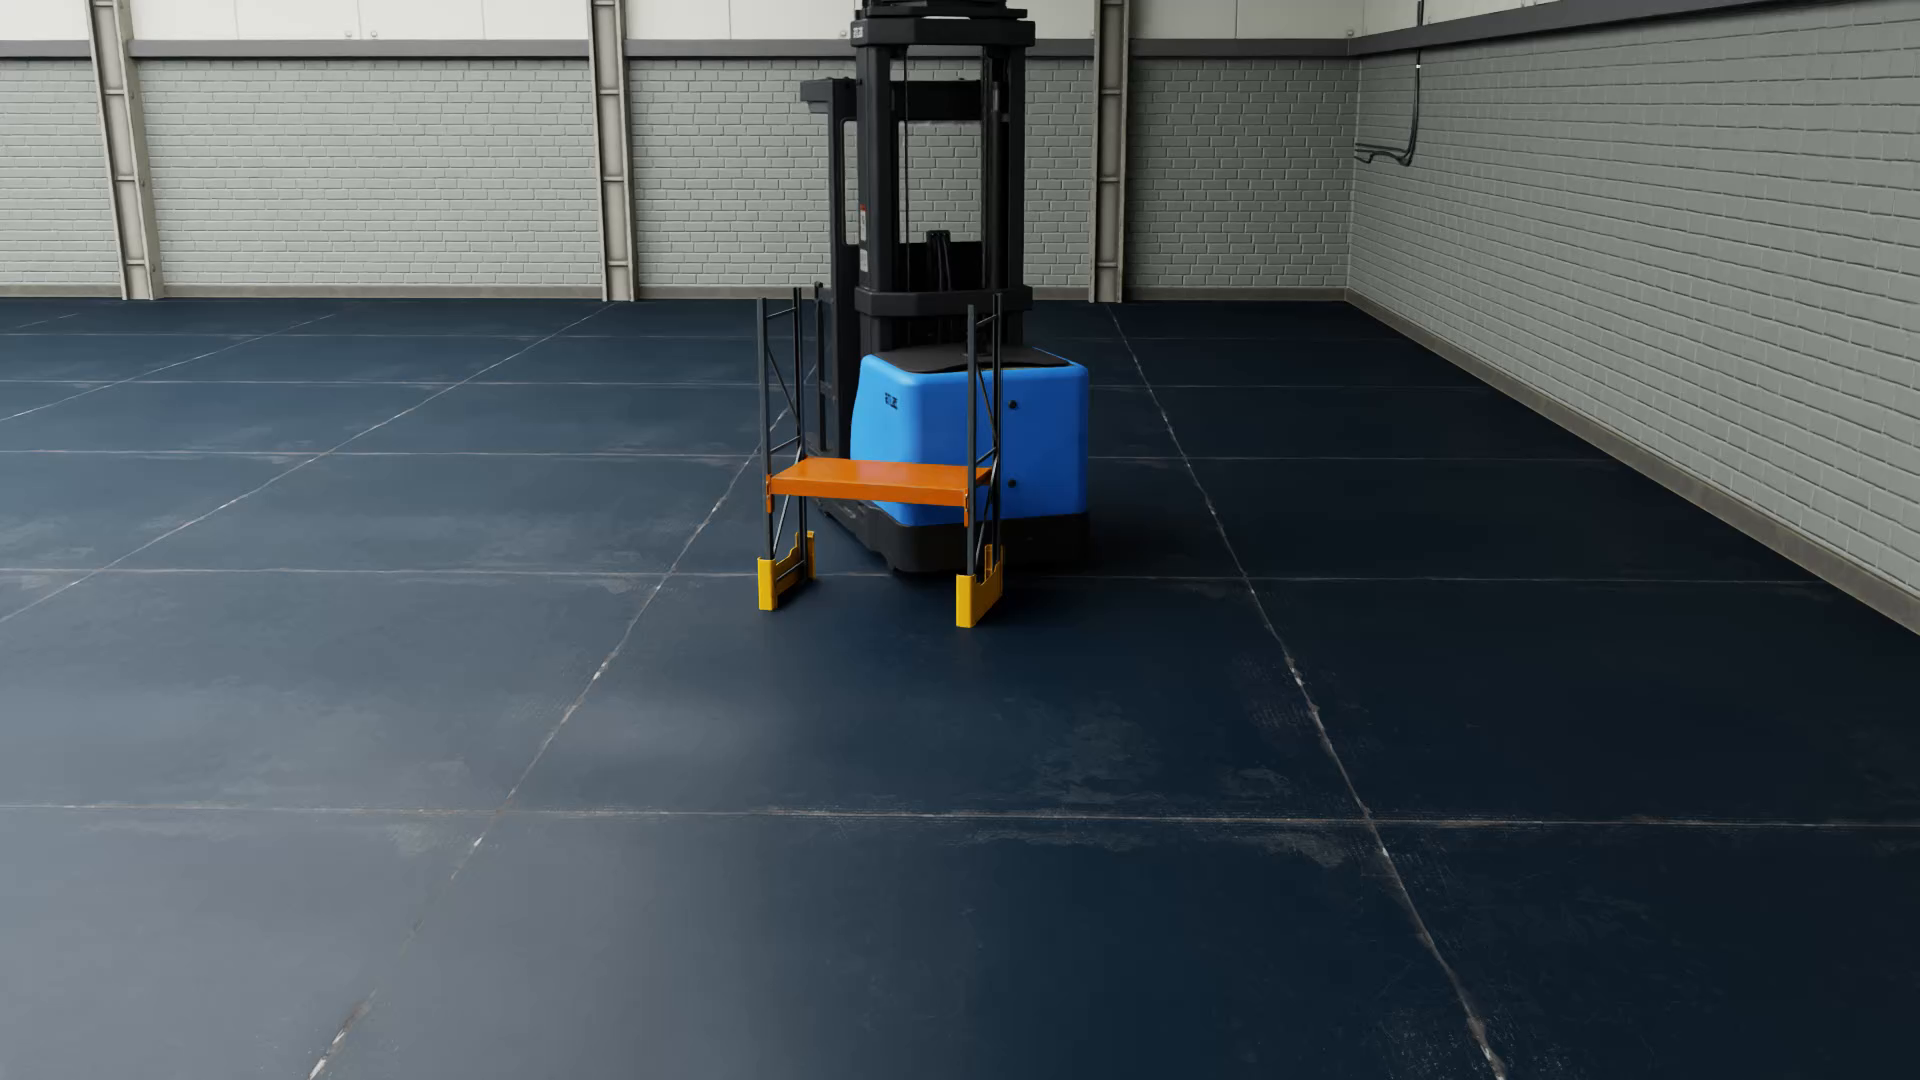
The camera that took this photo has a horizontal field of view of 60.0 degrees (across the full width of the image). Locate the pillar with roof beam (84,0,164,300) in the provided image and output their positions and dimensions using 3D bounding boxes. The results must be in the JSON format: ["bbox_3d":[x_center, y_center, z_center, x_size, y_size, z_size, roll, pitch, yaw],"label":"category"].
[{"bbox_3d":[-10.315,-6.276,15.490,0.400,9.000,9.100,0,15,1],"label":"pillar with roof beam"}]

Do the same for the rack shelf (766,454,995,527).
[{"bbox_3d":[-0.372,-0.248,8.046,1.000,0.185,0.538,4,15,15],"label":"rack shelf"}]

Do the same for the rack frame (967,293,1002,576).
[{"bbox_3d":[0.117,-0.387,7.865,0.032,1.500,0.500,4,15,15],"label":"rack frame"}]

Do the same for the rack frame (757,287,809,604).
[{"bbox_3d":[-0.861,-0.458,8.134,0.032,1.500,0.500,4,15,15],"label":"rack frame"}]

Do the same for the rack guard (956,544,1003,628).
[{"bbox_3d":[0.098,0.216,8.030,0.087,0.250,0.587,4,15,15],"label":"rack guard"}]

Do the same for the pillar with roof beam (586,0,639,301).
[{"bbox_3d":[-4.317,-6.237,15.341,0.400,9.000,9.100,0,15,1],"label":"pillar with roof beam"}]

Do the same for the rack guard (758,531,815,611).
[{"bbox_3d":[-0.860,0.147,8.293,0.087,0.250,0.587,4,15,15],"label":"rack guard"}]

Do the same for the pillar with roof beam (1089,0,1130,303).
[{"bbox_3d":[1.681,-6.198,15.193,0.400,9.000,9.100,0,15,1],"label":"pillar with roof beam"}]

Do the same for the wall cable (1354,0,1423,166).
[{"bbox_3d":[4.702,-5.438,18.400,0.112,2.526,3.097,0,15,1],"label":"wall cable"}]

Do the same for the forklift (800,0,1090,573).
[{"bbox_3d":[-0.272,-1.583,9.595,1.130,2.935,3.031,-5,16,-18],"label":"forklift"}]

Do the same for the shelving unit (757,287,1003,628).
[{"bbox_3d":[-0.381,-0.423,8.002,1.083,1.500,0.587,4,15,15],"label":"shelving unit"}]
